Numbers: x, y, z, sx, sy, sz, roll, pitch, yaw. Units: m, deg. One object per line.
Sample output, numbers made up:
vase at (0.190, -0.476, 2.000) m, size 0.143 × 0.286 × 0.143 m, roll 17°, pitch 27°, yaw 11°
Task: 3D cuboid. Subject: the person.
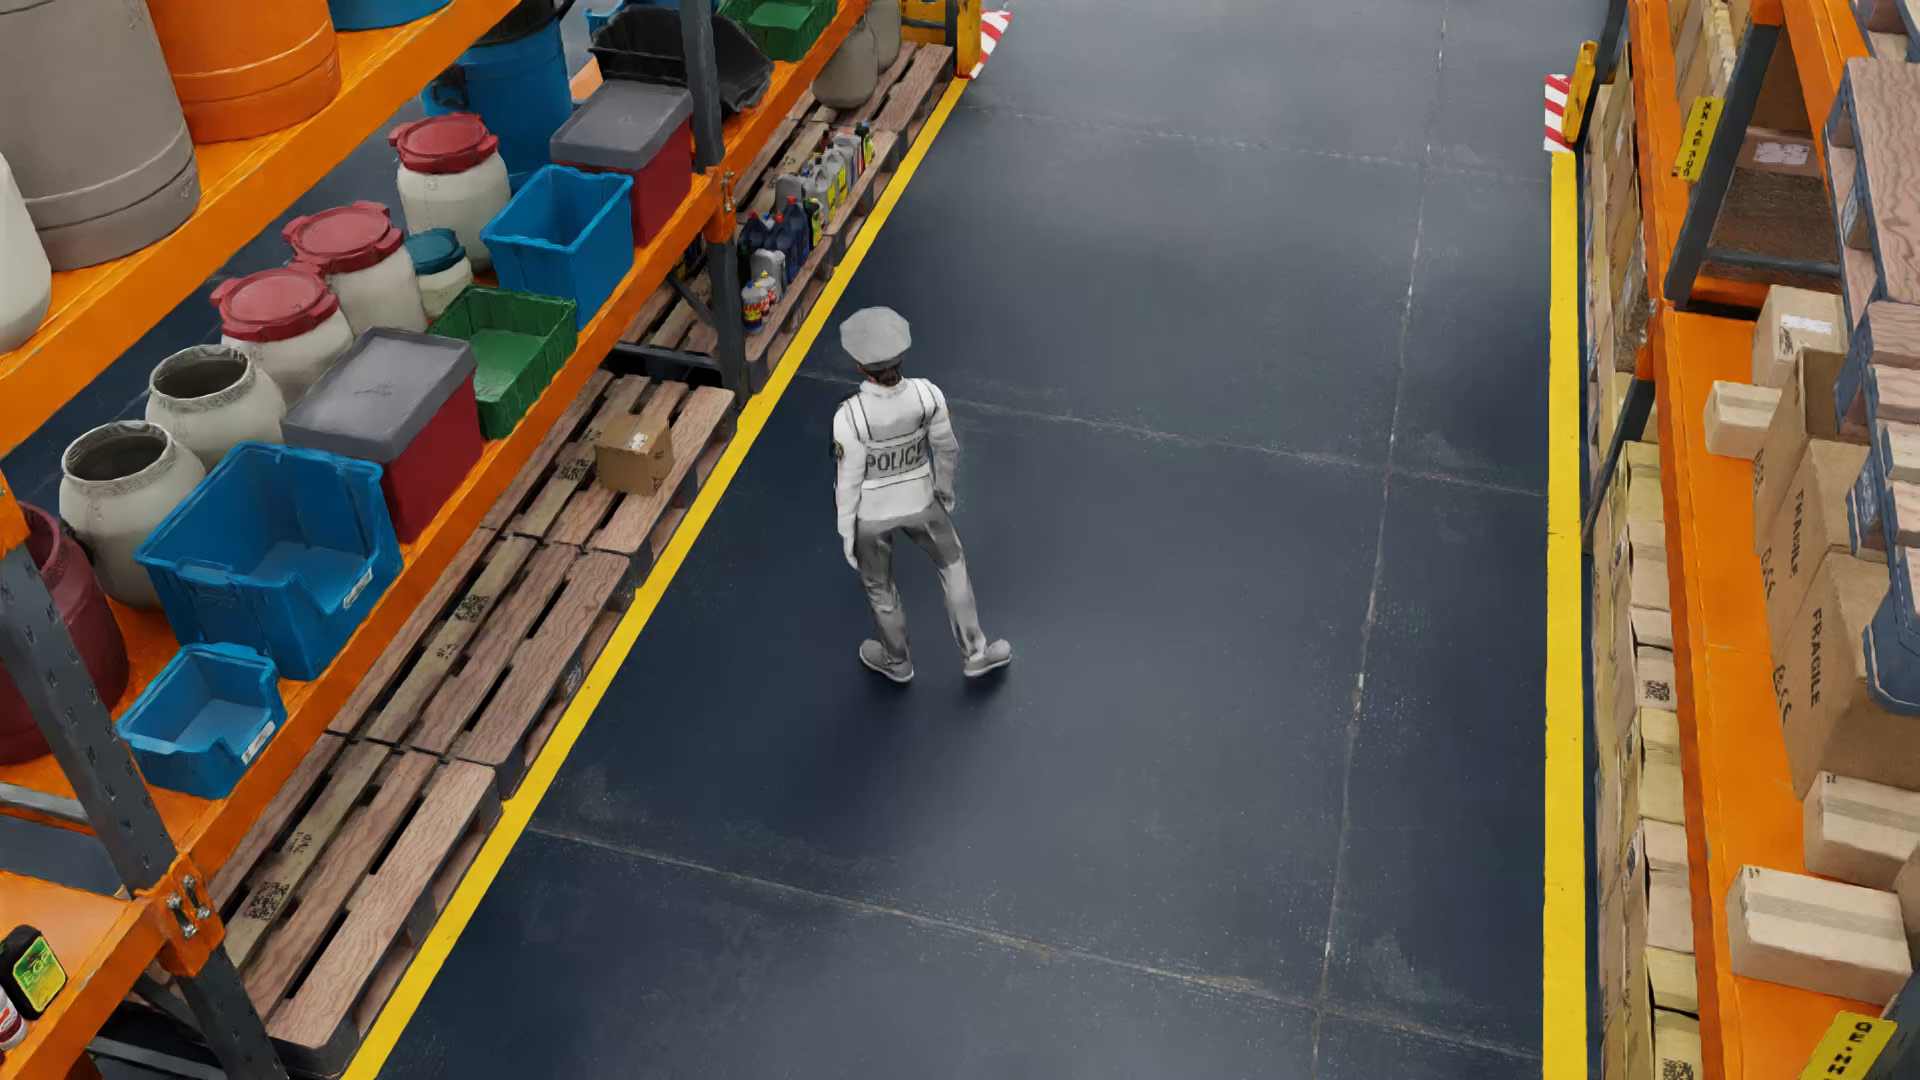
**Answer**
person at (-0.141, -0.104, 6.269) m, size 0.673 × 1.667 × 0.492 m, roll -15°, pitch 43°, yaw -16°
